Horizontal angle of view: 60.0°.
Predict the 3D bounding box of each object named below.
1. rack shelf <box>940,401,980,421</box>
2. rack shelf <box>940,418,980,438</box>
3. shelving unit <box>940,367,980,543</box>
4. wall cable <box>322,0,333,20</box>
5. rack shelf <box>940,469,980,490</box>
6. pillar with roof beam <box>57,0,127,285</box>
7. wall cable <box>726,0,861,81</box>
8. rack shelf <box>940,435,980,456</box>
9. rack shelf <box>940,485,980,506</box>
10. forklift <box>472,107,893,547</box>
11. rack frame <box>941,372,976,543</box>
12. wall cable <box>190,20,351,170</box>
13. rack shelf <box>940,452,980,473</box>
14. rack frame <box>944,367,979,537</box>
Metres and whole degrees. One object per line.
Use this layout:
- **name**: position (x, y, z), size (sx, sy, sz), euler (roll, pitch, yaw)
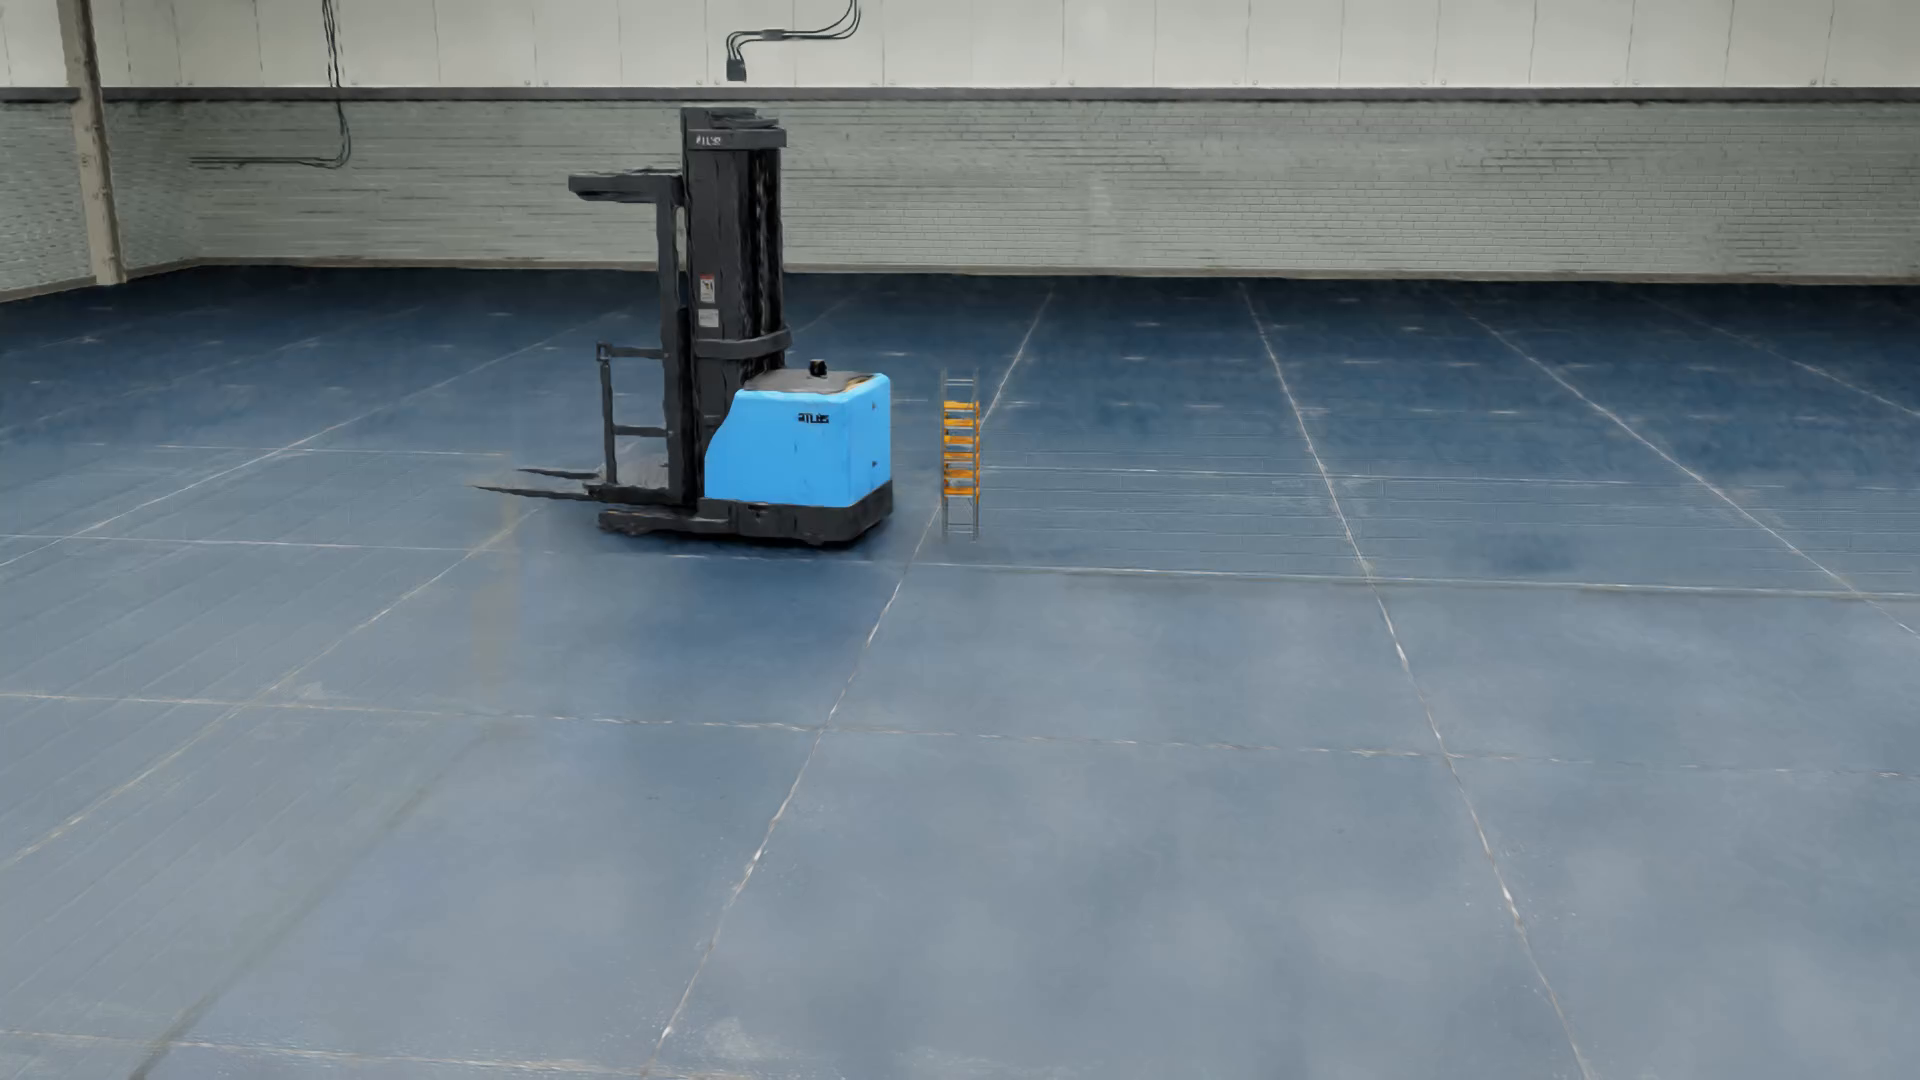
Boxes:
- **rack shelf**: position (0.002, -0.888, 11.437), size (0.258, 0.103, 0.180), euler (2, 15, 6)
- **rack shelf**: position (0.002, -0.772, 11.468), size (0.258, 0.103, 0.180), euler (2, 15, 6)
- **shelving unit**: position (0.002, -0.583, 11.519), size (0.258, 1.200, 0.189), euler (2, 15, 6)
- **wall cable**: position (-9.525, -10.114, 28.099), size (3.097, 2.526, 0.112), euler (2, 15, 6)
- **rack shelf**: position (0.002, -0.424, 11.562), size (0.258, 0.103, 0.180), euler (2, 15, 6)
- **pillar with roof beam**: position (-9.582, -8.403, 25.497), size (9.100, 9.000, 0.400), euler (2, 15, 6)
- **wall cable**: position (-2.783, -10.613, 27.155), size (2.305, 6.003, 0.169), euler (2, 15, 6)
- **rack shelf**: position (0.002, -0.656, 11.500), size (0.258, 0.103, 0.180), euler (2, 15, 6)
- **rack shelf**: position (0.002, -0.308, 11.594), size (0.258, 0.103, 0.180), euler (2, 15, 6)
- **forklift**: position (-2.064, -1.569, 11.851), size (3.031, 2.935, 1.130), euler (4, 16, 16)
- **rack frame**: position (-0.009, -0.559, 11.432), size (0.240, 1.200, 0.006), euler (2, 15, 6)
- **wall cable**: position (-12.214, -7.756, 29.053), size (3.097, 2.526, 0.112), euler (2, 15, 6)
- **rack shelf**: position (0.002, -0.540, 11.531), size (0.258, 0.103, 0.180), euler (2, 15, 6)
- **rack frame**: position (0.012, -0.607, 11.607), size (0.240, 1.200, 0.006), euler (2, 15, 6)
